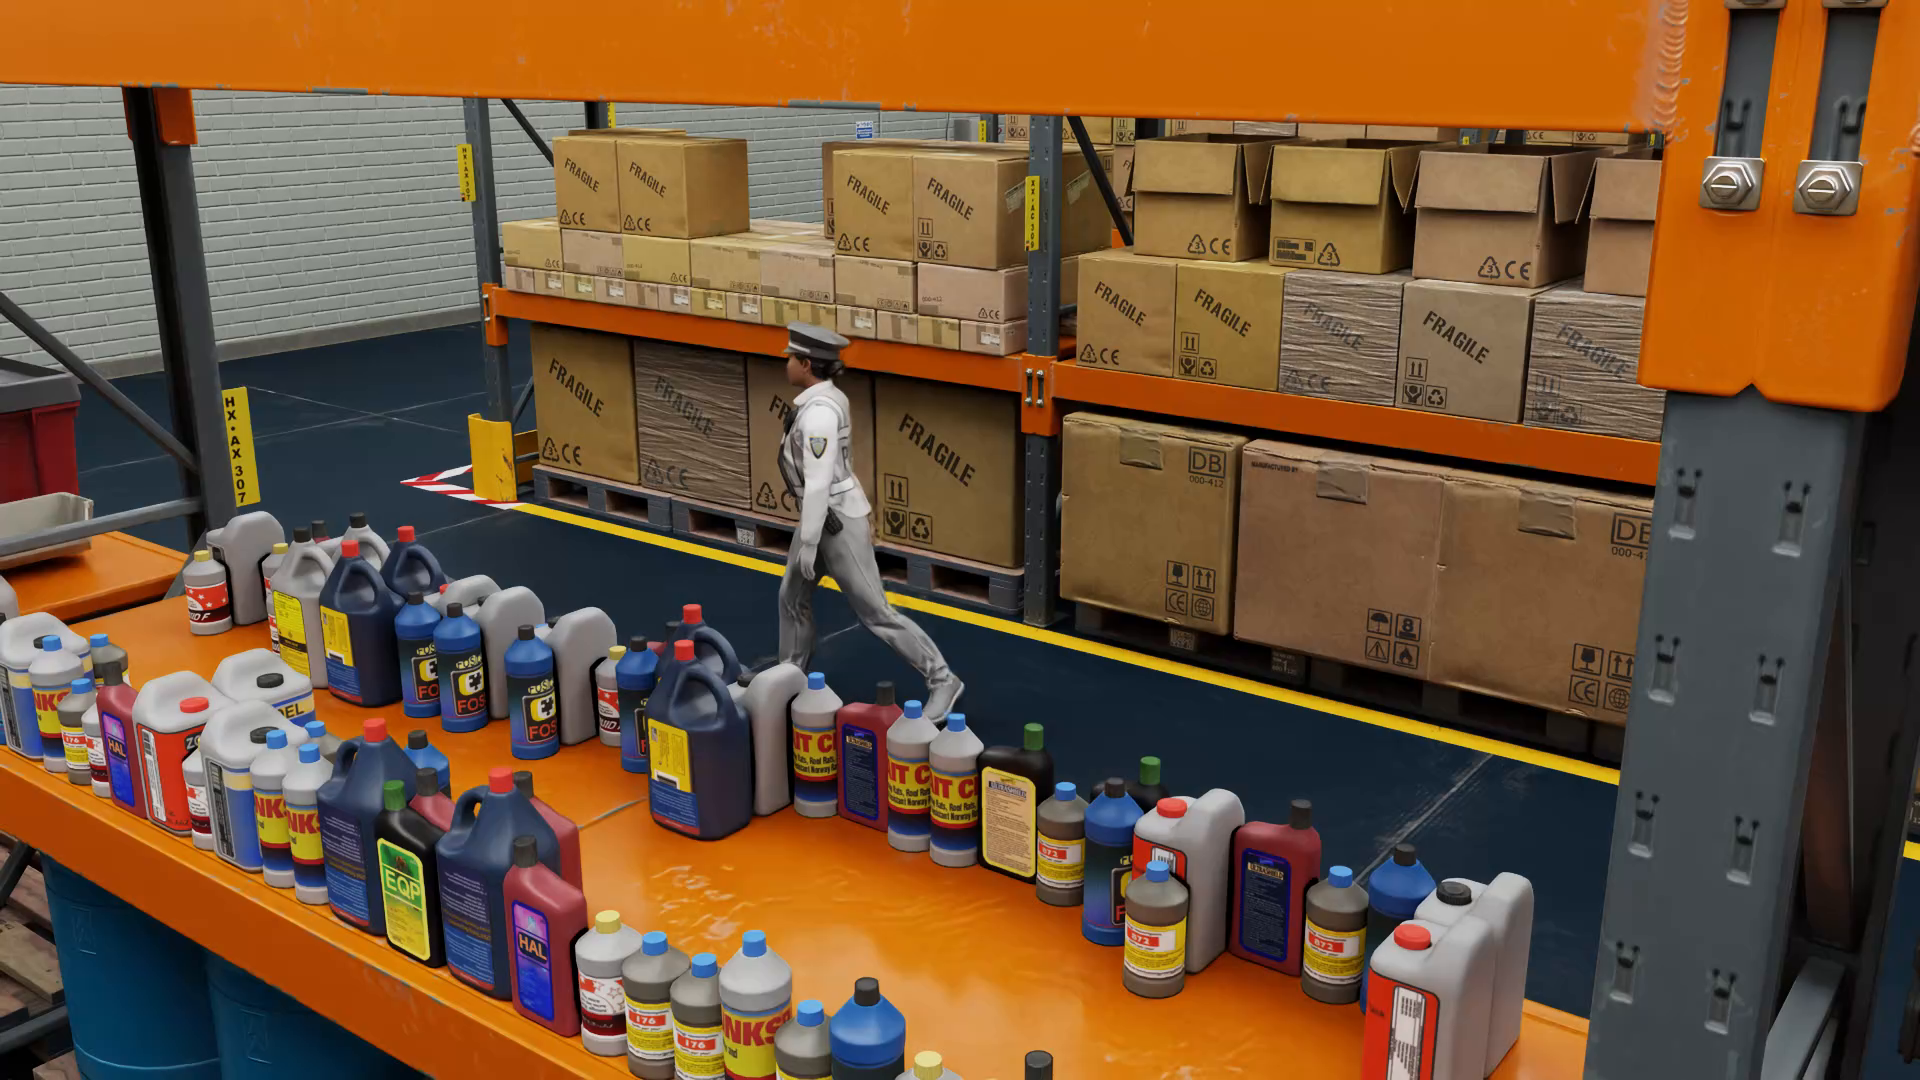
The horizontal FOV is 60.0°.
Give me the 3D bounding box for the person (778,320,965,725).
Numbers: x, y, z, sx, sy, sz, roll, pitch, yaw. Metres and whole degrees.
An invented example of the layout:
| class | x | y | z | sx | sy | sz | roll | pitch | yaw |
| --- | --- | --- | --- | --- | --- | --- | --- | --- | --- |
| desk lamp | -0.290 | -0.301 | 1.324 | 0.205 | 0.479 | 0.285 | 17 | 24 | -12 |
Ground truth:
| class | x | y | z | sx | sy | sz | roll | pitch | yaw |
| --- | --- | --- | --- | --- | --- | --- | --- | --- | --- |
| person | -0.459 | -0.054 | 6.707 | 0.943 | 1.639 | 0.581 | -2 | 17 | -6 |
